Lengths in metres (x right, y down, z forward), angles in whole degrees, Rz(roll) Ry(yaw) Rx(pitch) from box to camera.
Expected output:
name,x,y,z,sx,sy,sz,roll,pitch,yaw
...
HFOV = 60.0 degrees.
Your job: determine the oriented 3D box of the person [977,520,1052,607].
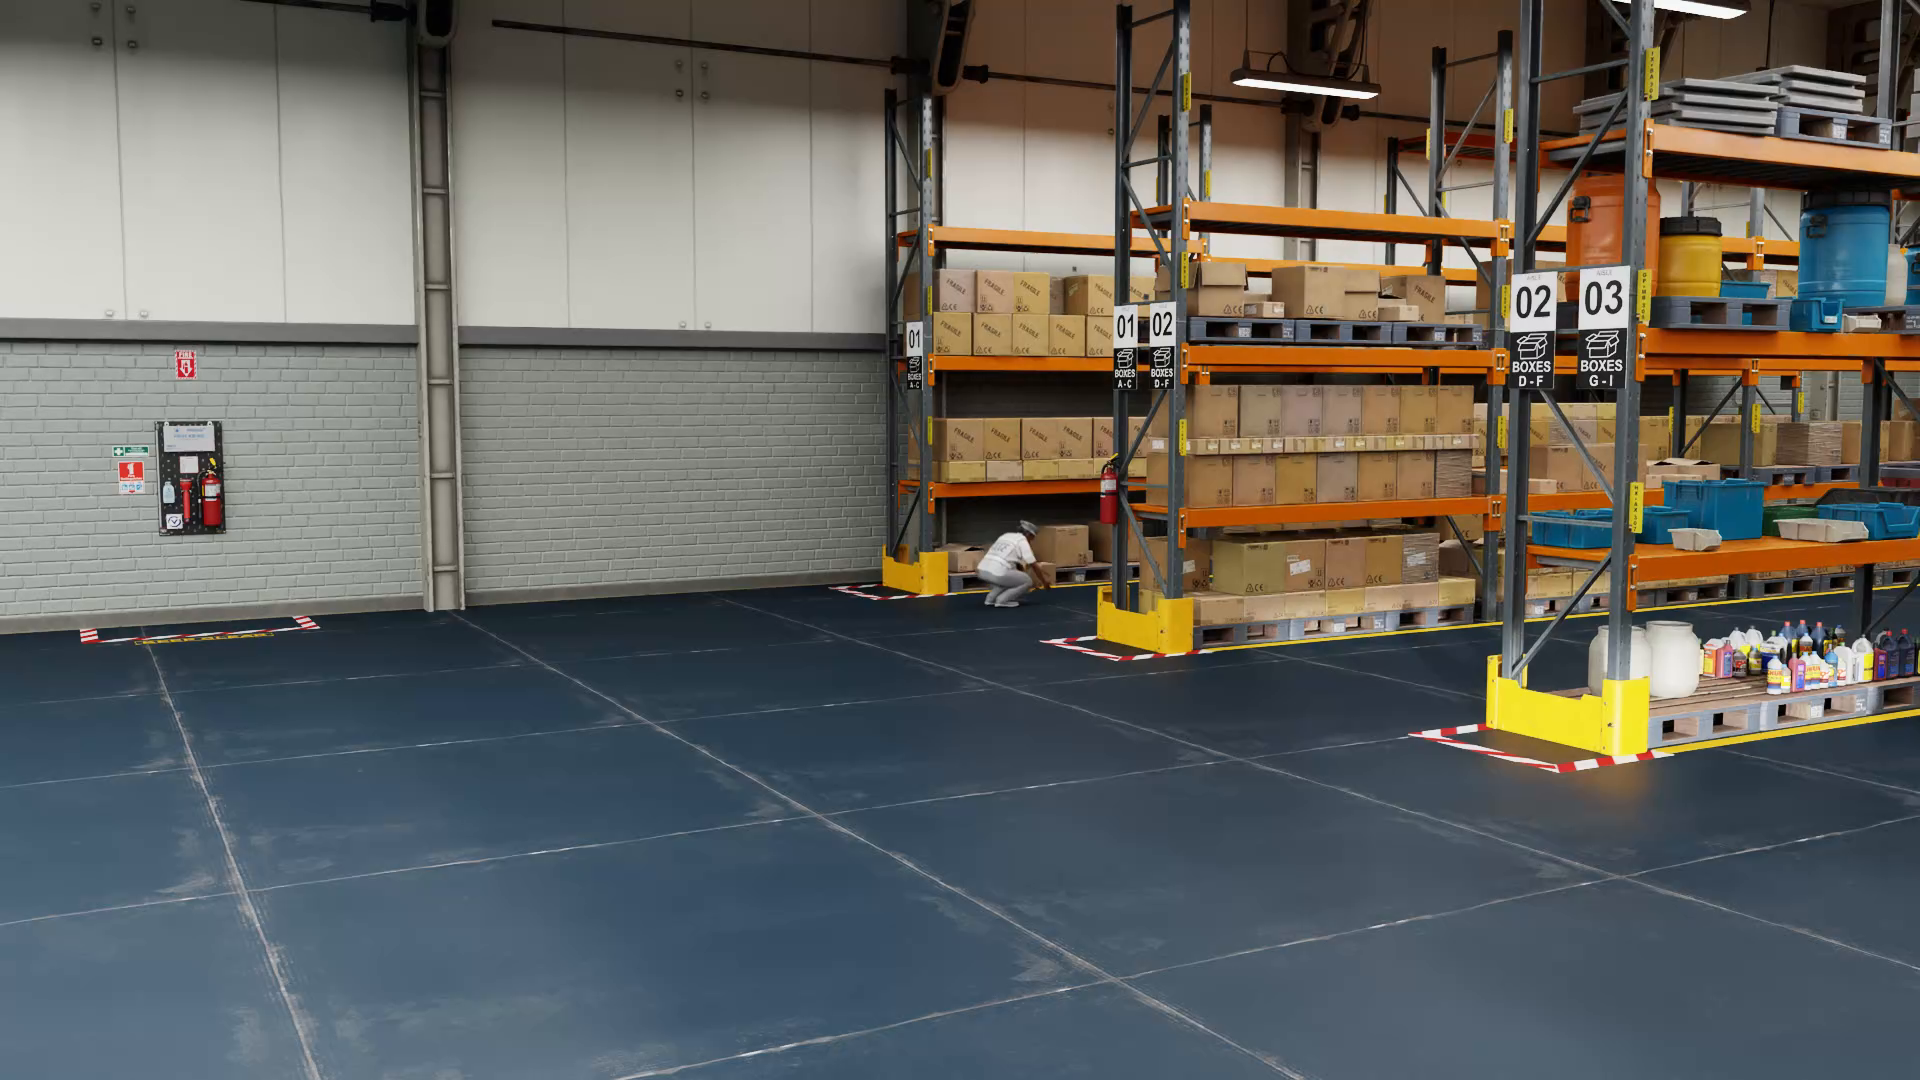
name,x,y,z,sx,sy,sz,roll,pitch,yaw
person,0.601,0.266,18.615,0.853,0.950,0.496,-3,6,-28
